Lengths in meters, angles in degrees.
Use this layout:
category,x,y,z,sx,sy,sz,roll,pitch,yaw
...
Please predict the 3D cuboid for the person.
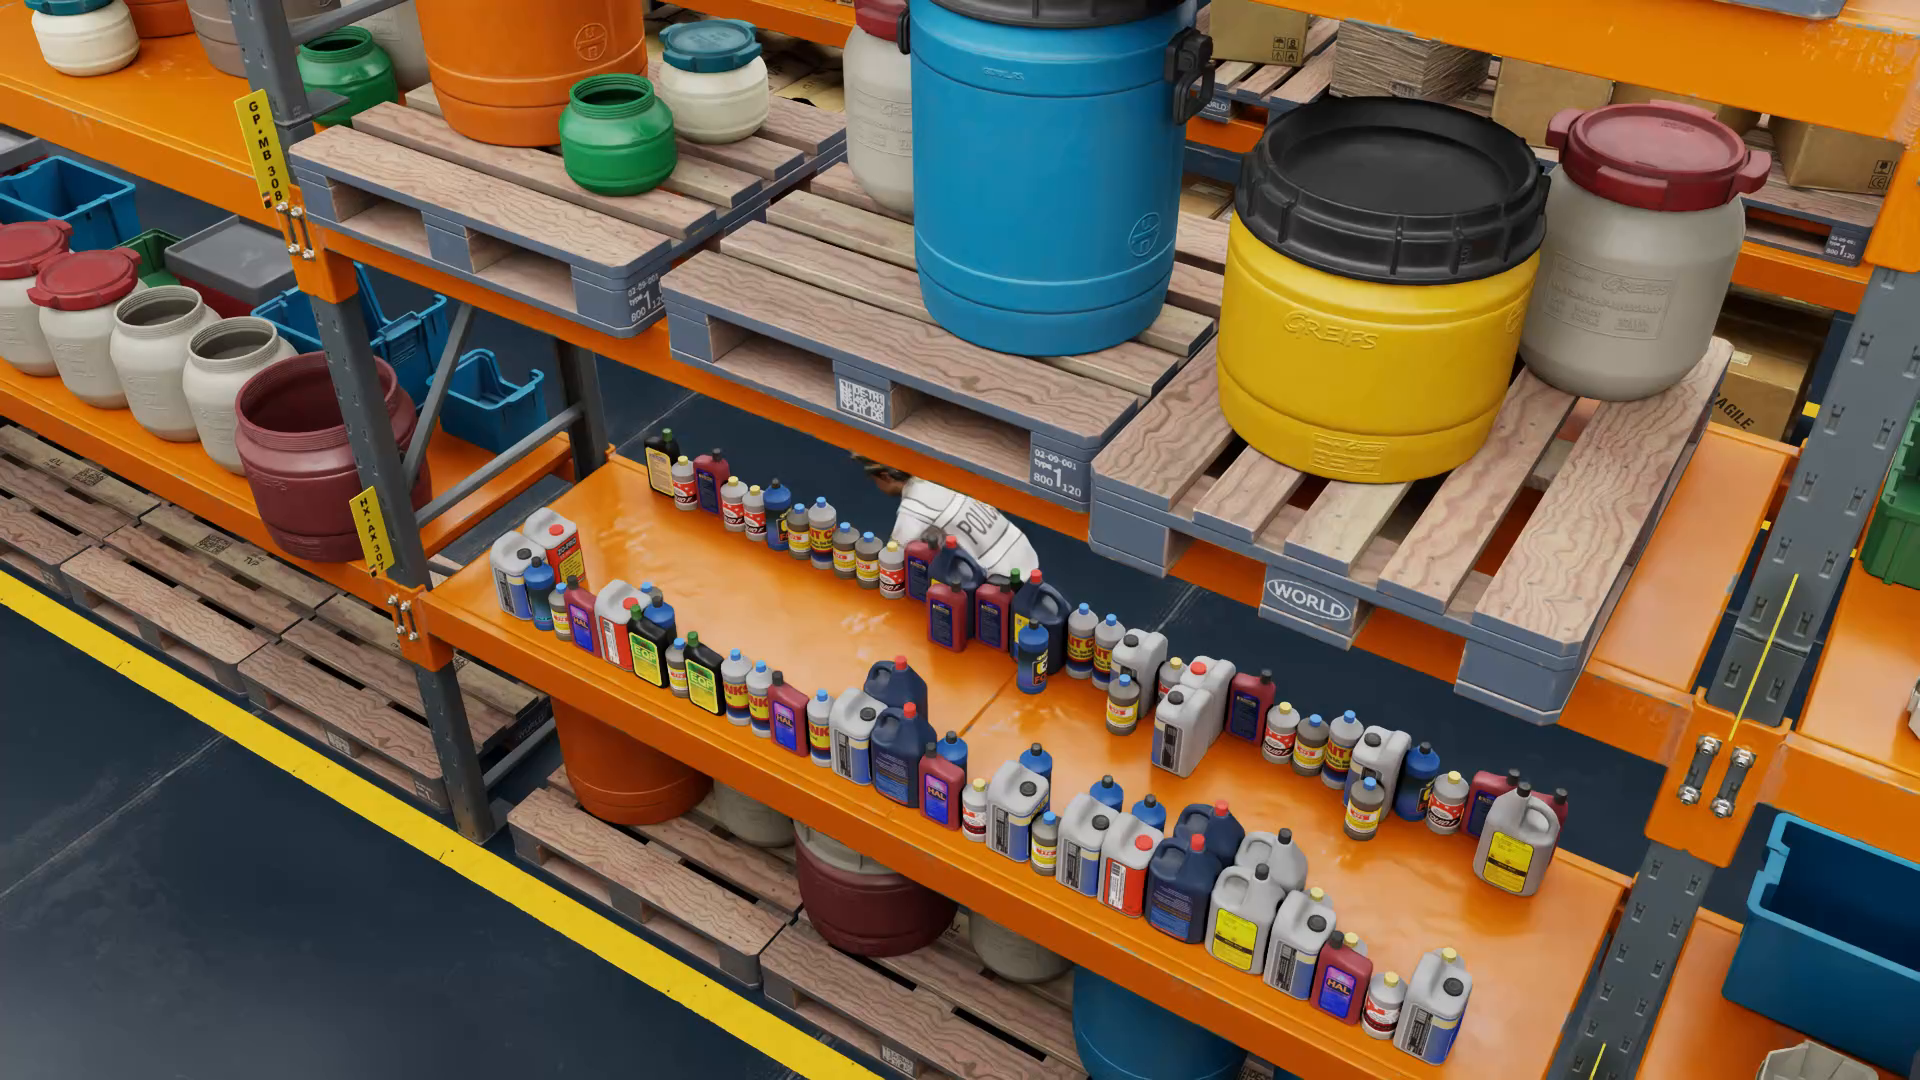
category,x,y,z,sx,sy,sz,roll,pitch,yaw
person,-0.077,0.126,6.887,0.780,1.213,0.527,21,43,24
